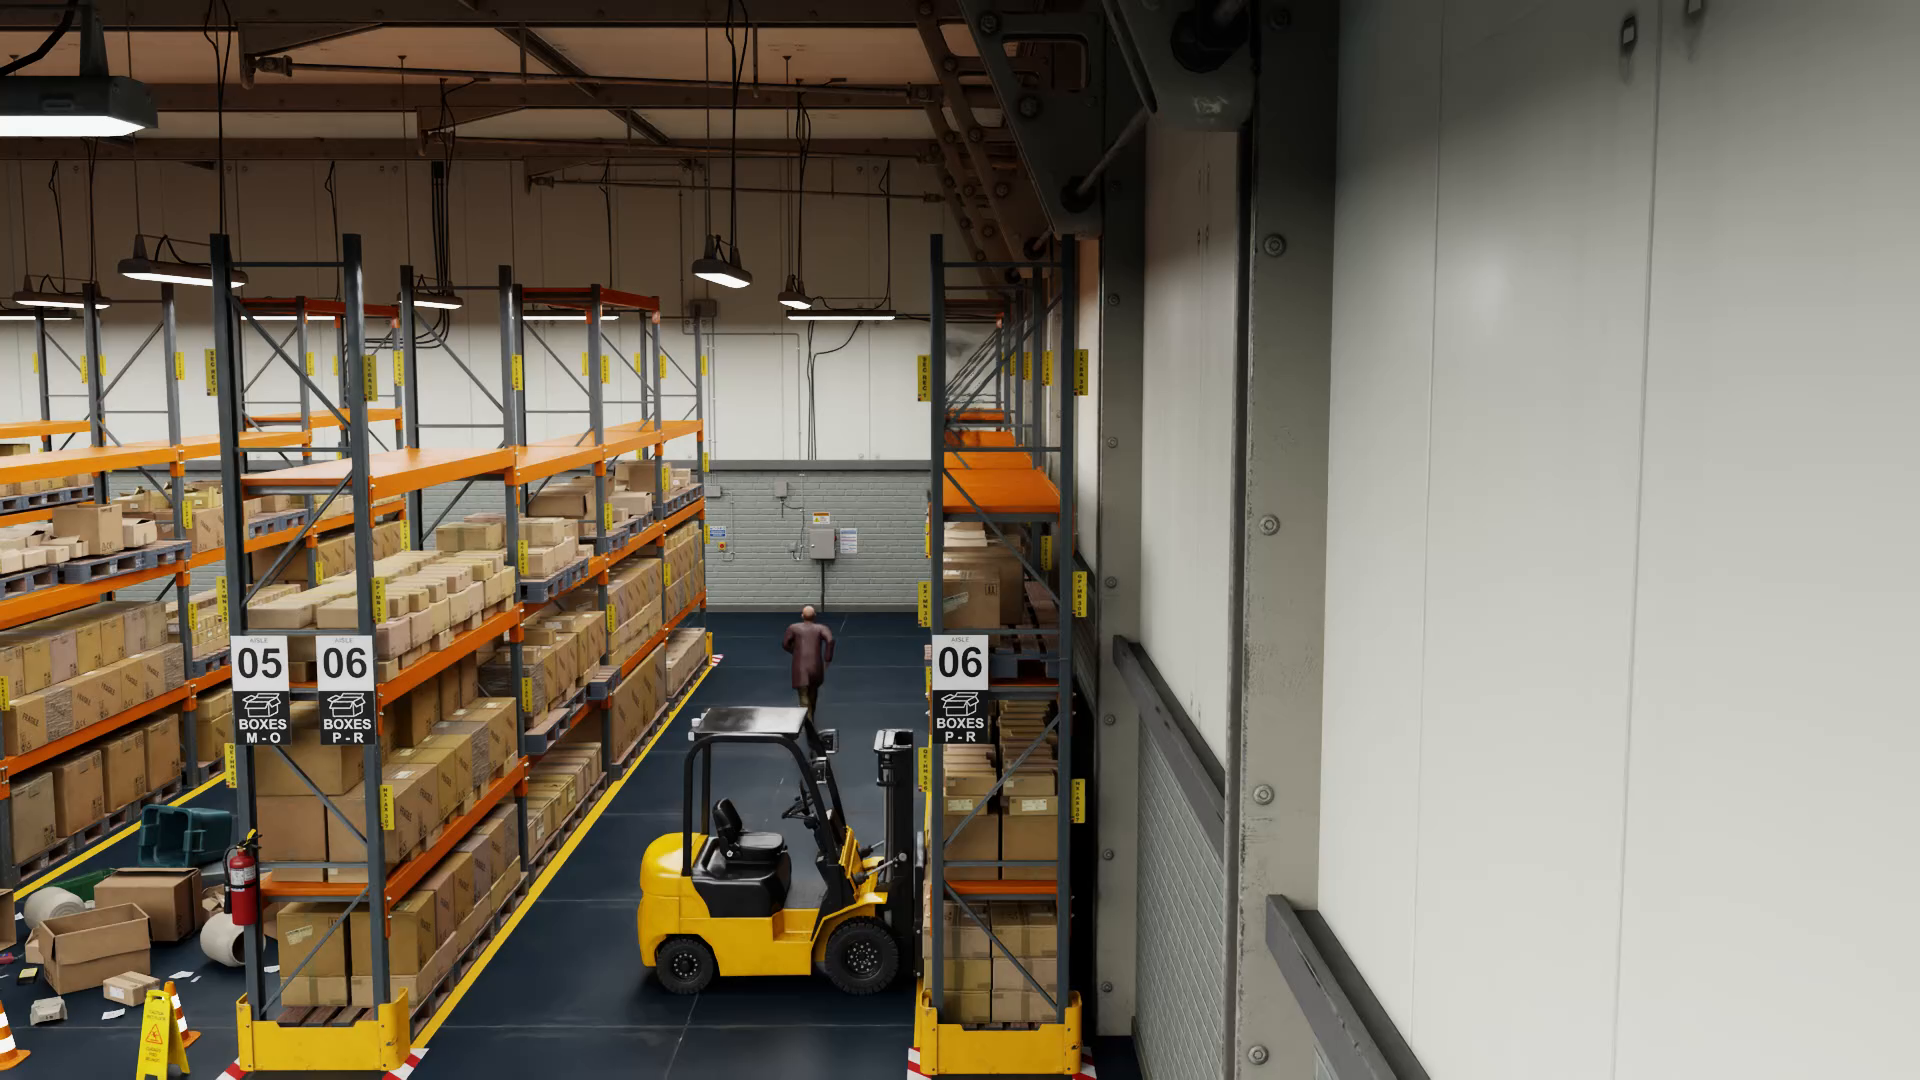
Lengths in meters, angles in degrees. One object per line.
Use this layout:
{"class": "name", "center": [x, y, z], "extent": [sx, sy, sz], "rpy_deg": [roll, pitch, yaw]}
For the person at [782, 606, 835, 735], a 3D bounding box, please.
{"class": "person", "center": [-2.054, 1.813, 22.549], "extent": [0.711, 1.785, 1.180], "rpy_deg": [-1, 6, -9]}
